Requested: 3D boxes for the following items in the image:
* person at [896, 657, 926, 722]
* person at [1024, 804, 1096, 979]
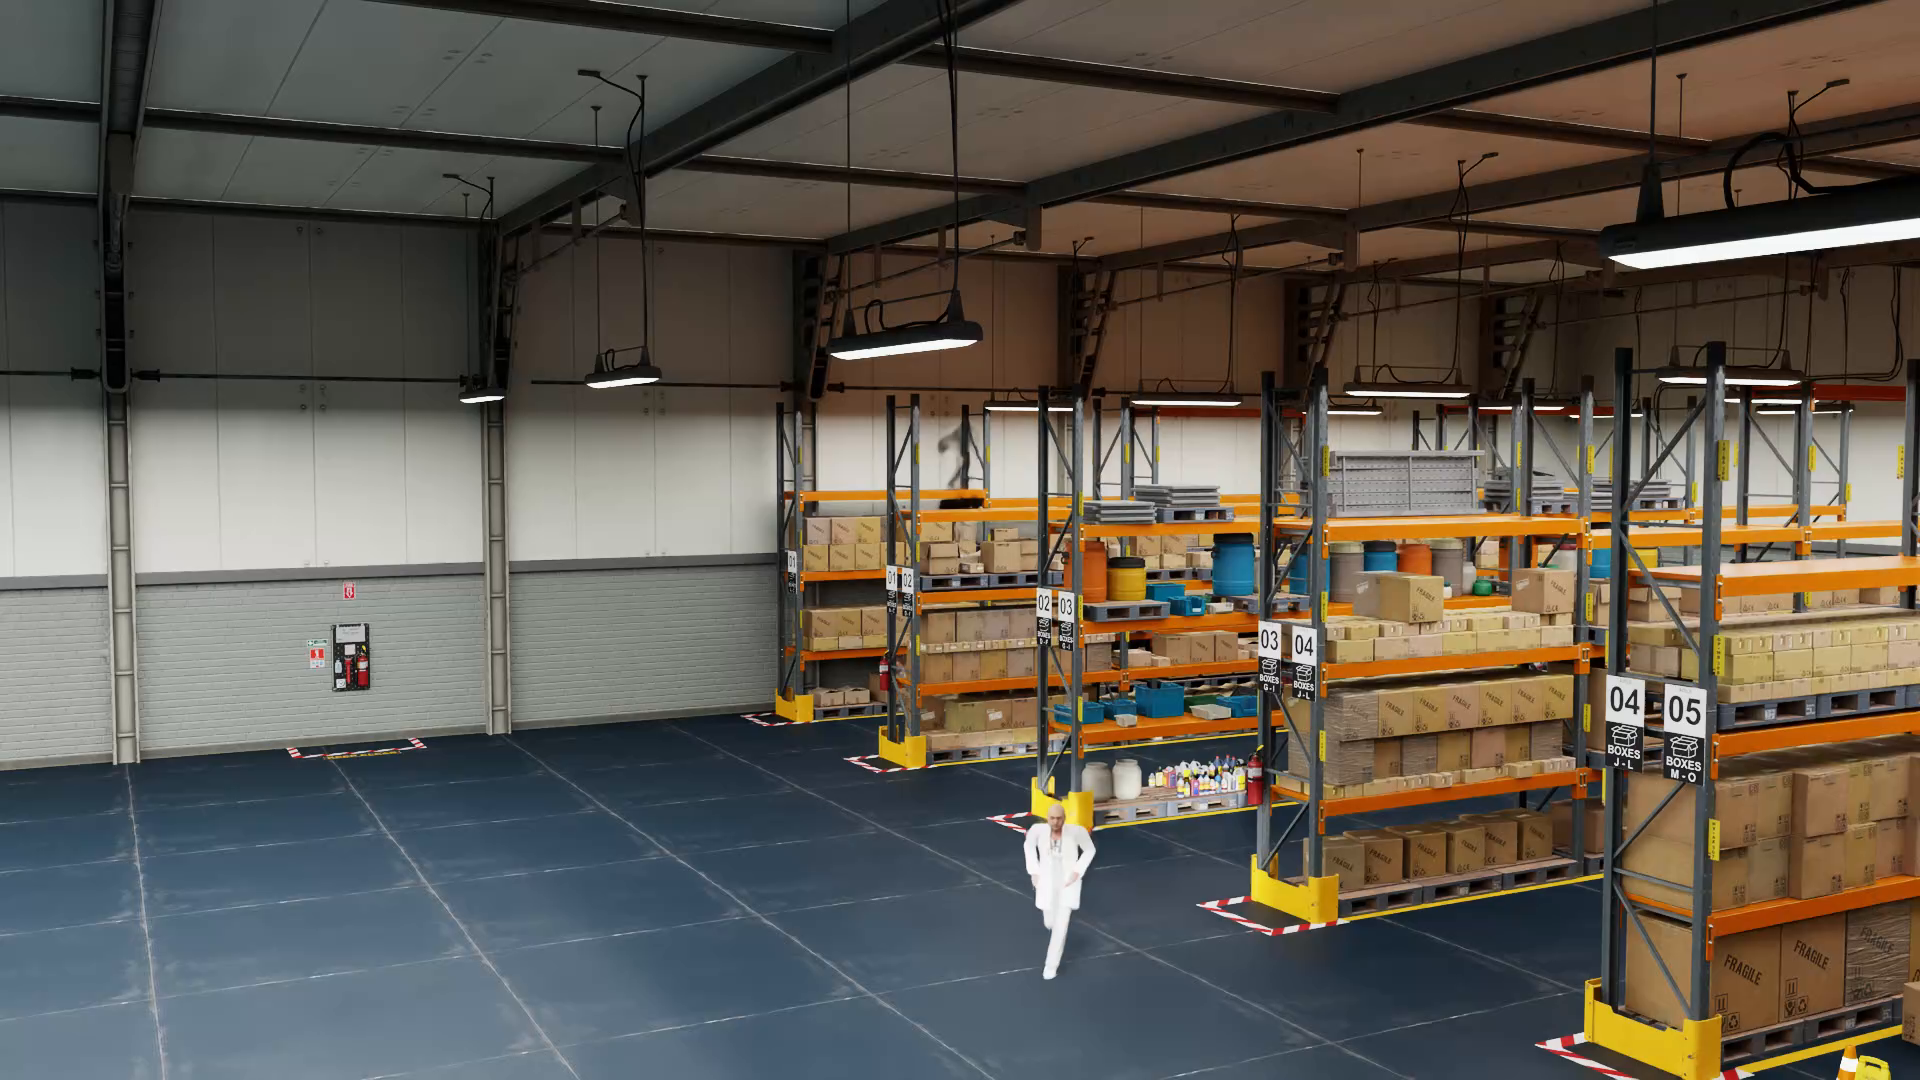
[{"bbox_3d":[-0.806,2.780,28.927,0.800,1.534,0.583,-2,4,-30],"label":"person"},{"bbox_3d":[0.990,3.401,16.450,0.711,1.726,0.881,0,3,7],"label":"person"}]
